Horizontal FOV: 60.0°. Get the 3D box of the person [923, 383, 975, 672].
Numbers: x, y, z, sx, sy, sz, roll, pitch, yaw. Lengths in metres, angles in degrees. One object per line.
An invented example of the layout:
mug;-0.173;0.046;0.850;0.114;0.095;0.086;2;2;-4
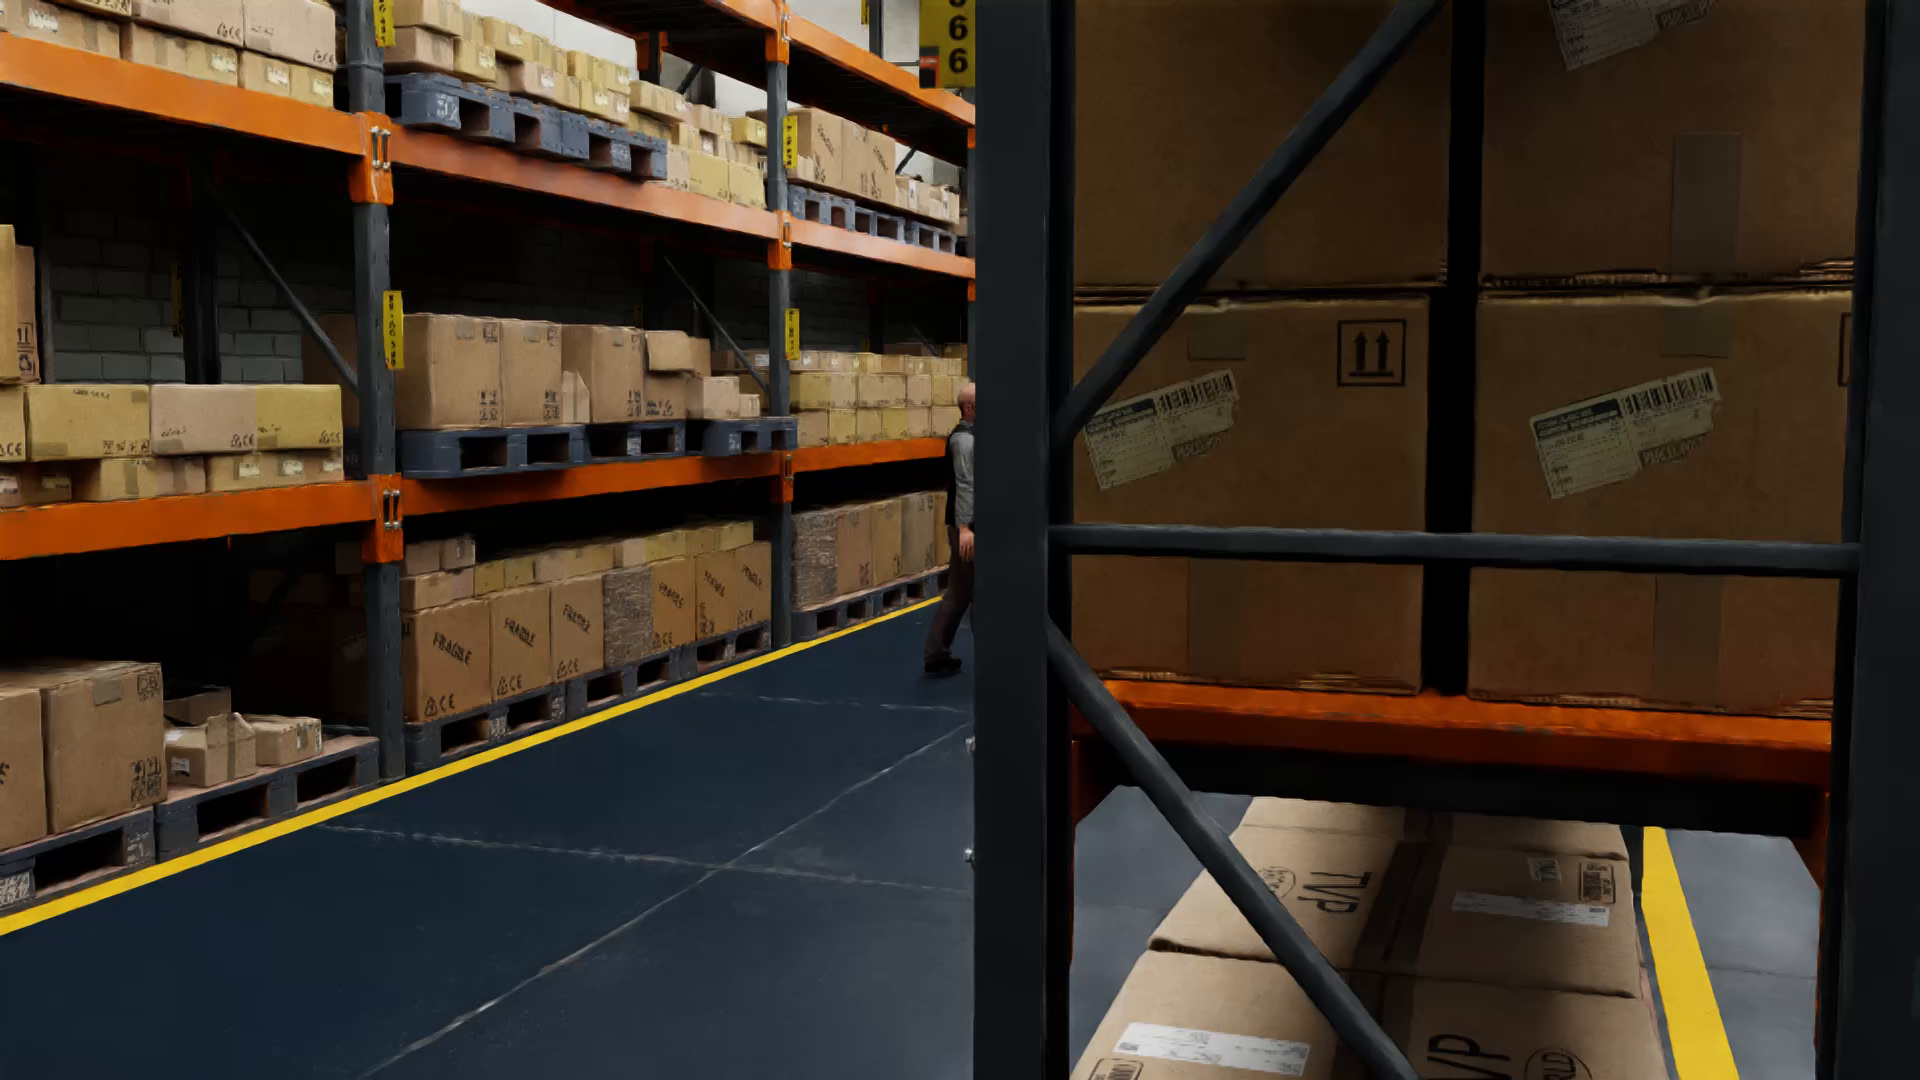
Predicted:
person;0.092;-0.037;9.533;0.641;1.723;0.745;0;5;3
